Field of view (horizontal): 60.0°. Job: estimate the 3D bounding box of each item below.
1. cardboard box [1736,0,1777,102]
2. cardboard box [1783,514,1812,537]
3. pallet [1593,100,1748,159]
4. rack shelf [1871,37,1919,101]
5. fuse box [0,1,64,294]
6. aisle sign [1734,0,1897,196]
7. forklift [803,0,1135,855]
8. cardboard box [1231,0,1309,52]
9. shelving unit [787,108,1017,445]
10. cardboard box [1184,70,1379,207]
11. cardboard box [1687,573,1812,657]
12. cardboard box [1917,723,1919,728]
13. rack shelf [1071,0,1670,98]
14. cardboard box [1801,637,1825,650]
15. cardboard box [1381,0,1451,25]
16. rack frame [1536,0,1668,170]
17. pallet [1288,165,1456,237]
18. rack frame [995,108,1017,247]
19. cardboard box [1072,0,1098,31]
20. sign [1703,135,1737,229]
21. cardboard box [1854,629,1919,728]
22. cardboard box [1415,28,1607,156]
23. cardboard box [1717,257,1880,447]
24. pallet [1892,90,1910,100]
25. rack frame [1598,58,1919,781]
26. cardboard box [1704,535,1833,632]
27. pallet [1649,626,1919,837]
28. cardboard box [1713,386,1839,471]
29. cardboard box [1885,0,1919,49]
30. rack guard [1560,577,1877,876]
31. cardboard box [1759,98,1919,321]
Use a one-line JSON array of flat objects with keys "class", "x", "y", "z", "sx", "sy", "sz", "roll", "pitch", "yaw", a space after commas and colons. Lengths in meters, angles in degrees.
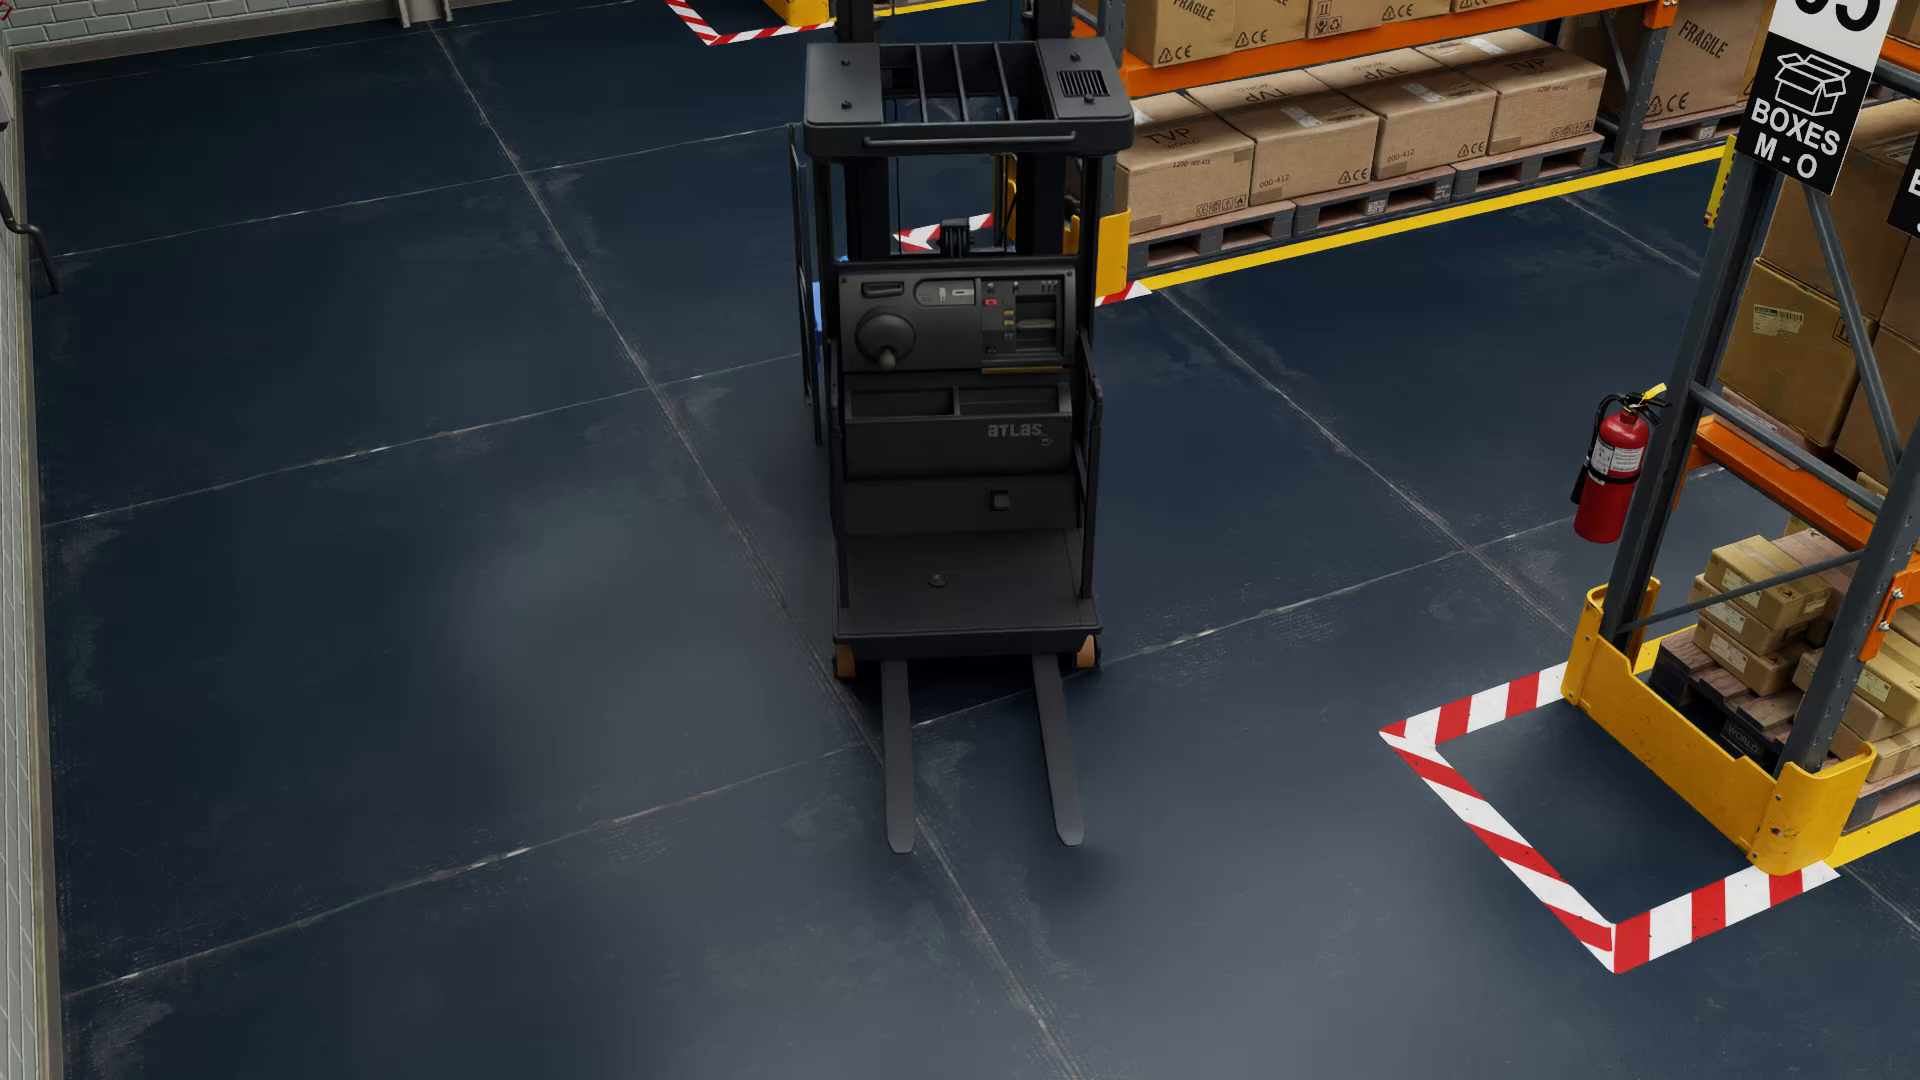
[{"class": "cardboard box", "x": 5.573, "y": -3.704, "z": 11.657, "sx": 0.875, "sy": 0.875, "sz": 0.875, "roll": -14, "pitch": 39, "yaw": -19}, {"class": "cardboard box", "x": 3.609, "y": 0.001, "z": 6.772, "sx": 0.250, "sy": 0.149, "sz": 0.380, "roll": -16, "pitch": 40, "yaw": -21}, {"class": "pallet", "x": 4.898, "y": -3.072, "z": 11.714, "sx": 1.213, "sy": 0.211, "sz": 1.003, "roll": -16, "pitch": 39, "yaw": -20}, {"class": "rack shelf", "x": 4.616, "y": -1.721, "z": 5.639, "sx": 4.000, "sy": 0.370, "sz": 1.077, "roll": -16, "pitch": 39, "yaw": -20}, {"class": "fuse box", "x": -5.245, "y": -2.156, "z": 9.220, "sx": 0.414, "sy": 1.711, "sz": 0.539, "roll": -16, "pitch": 39, "yaw": -20}, {"class": "aisle sign", "x": 2.612, "y": -1.487, "z": 5.054, "sx": 0.004, "sy": 0.787, "sz": 0.394, "roll": -16, "pitch": 39, "yaw": -20}, {"class": "forklift", "x": 0.007, "y": -0.802, "z": 6.371, "sx": 1.130, "sy": 2.935, "sz": 3.031, "roll": -2, "pitch": 37, "yaw": -3}, {"class": "cardboard box", "x": 1.613, "y": -3.093, "z": 9.318, "sx": 0.500, "sy": 0.500, "sz": 0.500, "roll": -16, "pitch": 40, "yaw": -21}, {"class": "shelving unit", "x": -0.260, "y": -1.287, "z": 8.226, "sx": 1.048, "sy": 1.500, "sz": 0.538, "roll": -7, "pitch": 37, "yaw": -9}, {"class": "cardboard box", "x": 1.990, "y": -2.540, "z": 10.455, "sx": 0.875, "sy": 0.438, "sz": 0.875, "roll": -15, "pitch": 39, "yaw": -19}, {"class": "cardboard box", "x": 3.162, "y": 0.270, "z": 6.659, "sx": 0.250, "sy": 0.149, "sz": 0.380, "roll": -17, "pitch": 40, "yaw": -21}, {"class": "cardboard box", "x": 3.618, "y": 0.607, "z": 6.455, "sx": 0.250, "sy": 0.149, "sz": 0.380, "roll": -16, "pitch": 39, "yaw": -20}, {"class": "rack shelf", "x": 2.421, "y": -3.161, "z": 10.097, "sx": 4.000, "sy": 0.370, "sz": 1.077, "roll": -16, "pitch": 39, "yaw": -20}, {"class": "cardboard box", "x": 3.383, "y": 0.312, "z": 6.852, "sx": 0.250, "sy": 0.149, "sz": 0.380, "roll": -14, "pitch": 39, "yaw": -19}, {"class": "cardboard box", "x": 2.527, "y": -3.348, "z": 9.662, "sx": 0.500, "sy": 0.500, "sz": 0.500, "roll": -14, "pitch": 39, "yaw": -18}, {"class": "rack frame", "x": 4.231, "y": -3.956, "z": 10.565, "sx": 0.127, "sy": 3.000, "sz": 1.000, "roll": -16, "pitch": 39, "yaw": -20}, {"class": "pallet", "x": 2.404, "y": -2.374, "z": 10.774, "sx": 1.213, "sy": 0.211, "sz": 1.003, "roll": -16, "pitch": 39, "yaw": -20}, {"class": "rack frame", "x": 0.239, "y": -1.344, "z": 8.303, "sx": 0.032, "sy": 1.500, "sz": 0.500, "roll": -7, "pitch": 37, "yaw": -9}, {"class": "cardboard box", "x": 0.935, "y": -3.248, "z": 9.527, "sx": 0.500, "sy": 0.500, "sz": 0.500, "roll": -15, "pitch": 39, "yaw": -20}, {"class": "sign", "x": 2.587, "y": -1.196, "z": 5.607, "sx": 0.005, "sy": 0.325, "sz": 0.100, "roll": -16, "pitch": 39, "yaw": -20}, {"class": "cardboard box", "x": 3.424, "y": 0.489, "z": 6.114, "sx": 0.250, "sy": 0.149, "sz": 0.380, "roll": -17, "pitch": 40, "yaw": -22}, {"class": "cardboard box", "x": 3.617, "y": -2.994, "z": 11.067, "sx": 0.875, "sy": 0.438, "sz": 0.875, "roll": -16, "pitch": 40, "yaw": -21}, {"class": "cardboard box", "x": 3.103, "y": -0.711, "z": 5.858, "sx": 0.500, "sy": 0.500, "sz": 0.500, "roll": -15, "pitch": 39, "yaw": -19}, {"class": "pallet", "x": 7.107, "y": -3.689, "z": 12.547, "sx": 1.213, "sy": 0.211, "sz": 1.003, "roll": -16, "pitch": 39, "yaw": -20}, {"class": "rack frame", "x": 2.805, "y": -0.299, "z": 5.636, "sx": 0.127, "sy": 3.000, "sz": 1.000, "roll": -16, "pitch": 39, "yaw": -20}, {"class": "cardboard box", "x": 3.177, "y": 0.167, "z": 6.548, "sx": 0.250, "sy": 0.149, "sz": 0.380, "roll": -15, "pitch": 39, "yaw": -19}, {"class": "pallet", "x": 3.624, "y": 0.615, "z": 6.744, "sx": 1.213, "sy": 0.211, "sz": 1.003, "roll": -16, "pitch": 39, "yaw": -20}, {"class": "cardboard box", "x": 2.980, "y": -0.433, "z": 6.027, "sx": 0.250, "sy": 0.149, "sz": 0.380, "roll": -16, "pitch": 39, "yaw": -20}, {"class": "cardboard box", "x": 3.104, "y": -1.702, "z": 5.134, "sx": 0.500, "sy": 0.250, "sz": 0.500, "roll": -16, "pitch": 40, "yaw": -21}, {"class": "rack guard", "x": 2.874, "y": 0.685, "z": 6.406, "sx": 0.348, "sy": 0.500, "sz": 1.175, "roll": -16, "pitch": 39, "yaw": -20}, {"class": "cardboard box", "x": 3.114, "y": -1.111, "z": 5.556, "sx": 0.500, "sy": 0.500, "sz": 0.500, "roll": -16, "pitch": 40, "yaw": -21}]
